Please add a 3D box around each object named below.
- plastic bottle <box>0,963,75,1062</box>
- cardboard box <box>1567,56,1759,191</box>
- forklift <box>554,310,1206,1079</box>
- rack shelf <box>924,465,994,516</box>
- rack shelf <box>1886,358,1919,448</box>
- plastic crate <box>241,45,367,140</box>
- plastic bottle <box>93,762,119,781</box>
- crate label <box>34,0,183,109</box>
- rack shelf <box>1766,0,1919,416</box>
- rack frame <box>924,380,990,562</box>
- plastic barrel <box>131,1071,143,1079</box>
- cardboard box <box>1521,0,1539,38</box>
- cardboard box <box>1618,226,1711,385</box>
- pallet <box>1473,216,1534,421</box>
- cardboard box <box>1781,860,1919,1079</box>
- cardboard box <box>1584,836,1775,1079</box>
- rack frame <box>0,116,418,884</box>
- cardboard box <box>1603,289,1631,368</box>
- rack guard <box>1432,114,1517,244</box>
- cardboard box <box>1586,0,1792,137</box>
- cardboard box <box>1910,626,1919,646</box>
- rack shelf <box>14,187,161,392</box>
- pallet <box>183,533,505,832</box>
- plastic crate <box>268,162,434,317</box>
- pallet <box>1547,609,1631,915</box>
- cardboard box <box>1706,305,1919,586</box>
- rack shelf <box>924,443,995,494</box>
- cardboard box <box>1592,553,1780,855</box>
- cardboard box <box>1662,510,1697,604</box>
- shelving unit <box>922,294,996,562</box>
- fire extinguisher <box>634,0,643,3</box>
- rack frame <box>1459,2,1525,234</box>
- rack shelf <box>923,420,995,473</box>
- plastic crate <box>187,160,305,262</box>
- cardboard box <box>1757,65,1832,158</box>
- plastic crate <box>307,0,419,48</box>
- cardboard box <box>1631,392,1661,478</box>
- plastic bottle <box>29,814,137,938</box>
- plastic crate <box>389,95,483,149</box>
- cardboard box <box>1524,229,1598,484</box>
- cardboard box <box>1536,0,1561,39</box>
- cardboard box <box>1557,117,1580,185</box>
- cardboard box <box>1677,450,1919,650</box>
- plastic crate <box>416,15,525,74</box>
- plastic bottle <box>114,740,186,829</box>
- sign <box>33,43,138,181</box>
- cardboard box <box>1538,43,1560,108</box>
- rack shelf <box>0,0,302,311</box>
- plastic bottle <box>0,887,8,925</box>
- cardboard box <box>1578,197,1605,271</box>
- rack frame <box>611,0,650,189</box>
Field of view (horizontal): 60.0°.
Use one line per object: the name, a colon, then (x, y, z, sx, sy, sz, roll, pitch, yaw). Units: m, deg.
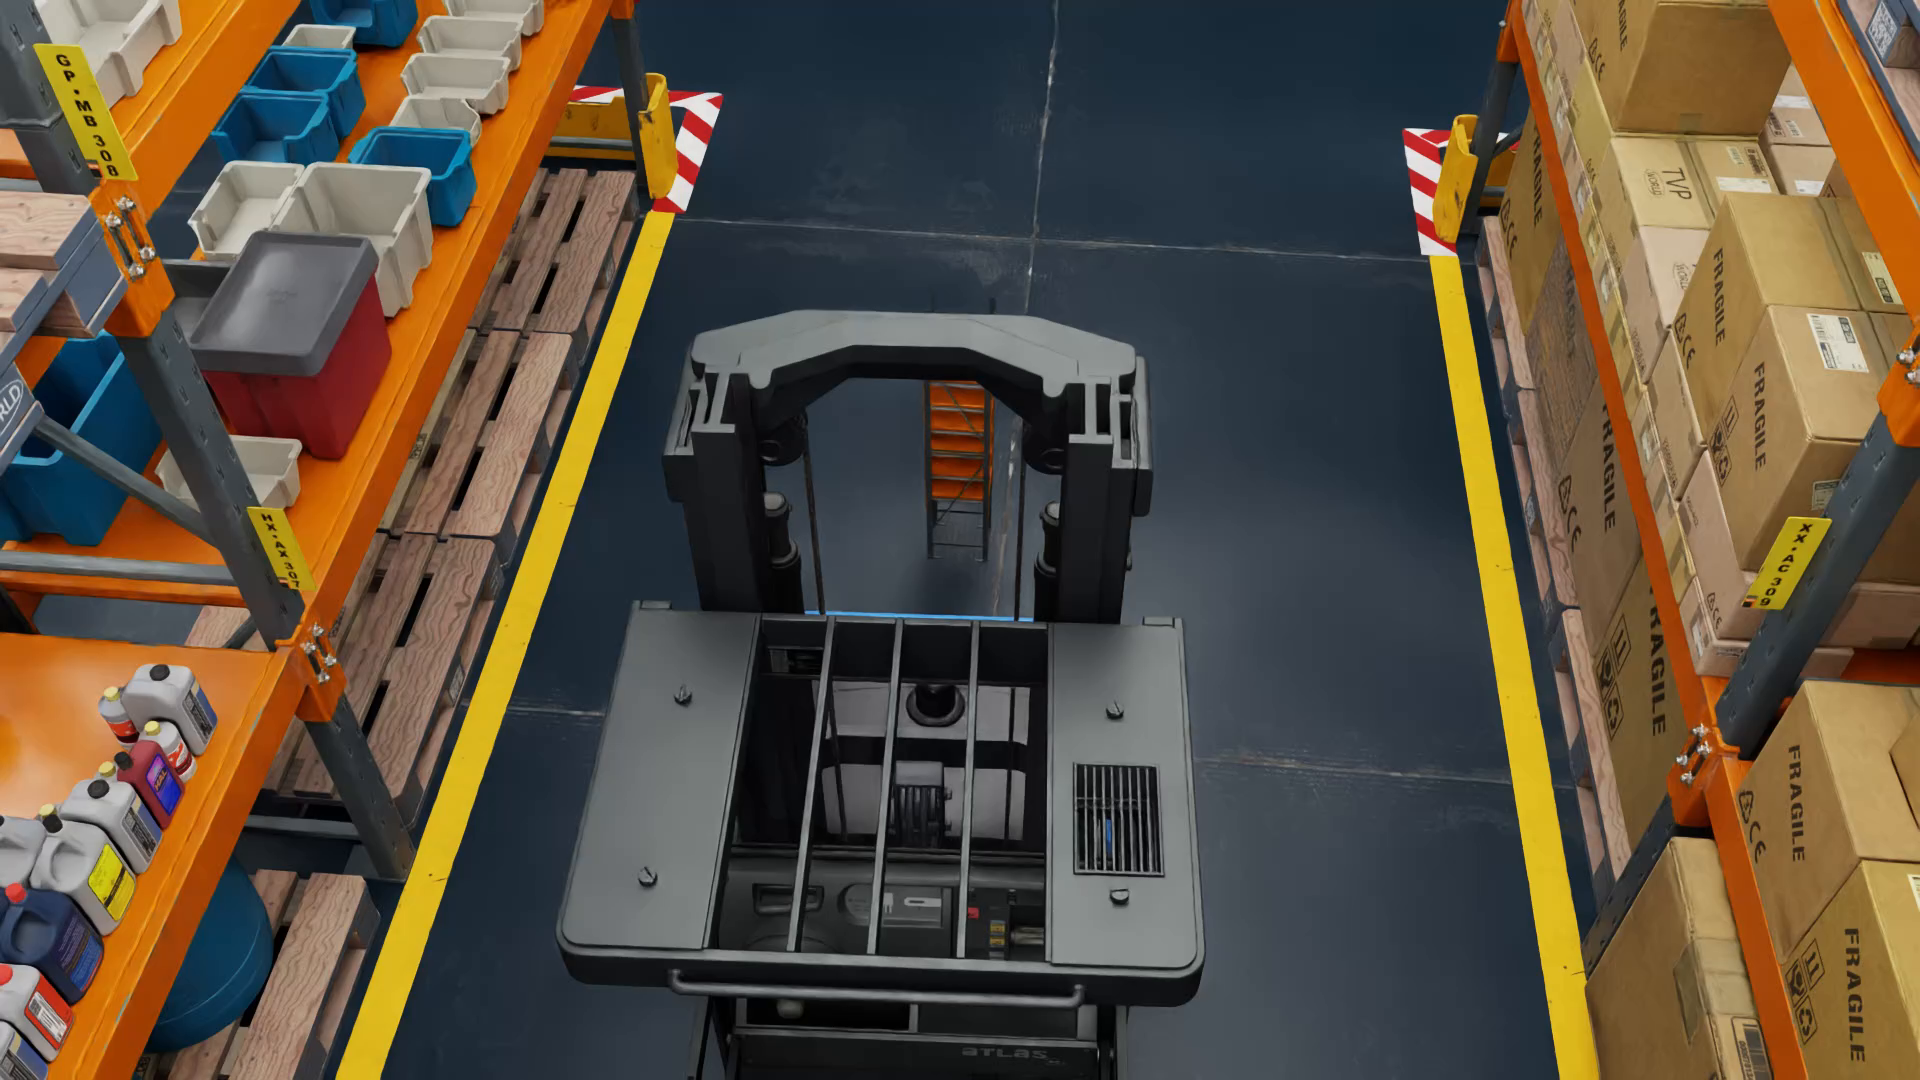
plastic bottle: (-2.176, 1.074, 3.819, 0.152, 0.276, 0.135, 4, 48, 4)
cardboard box: (2.511, -1.489, 5.979, 0.500, 0.250, 0.500, 2, 48, 2)
forklift: (-0.118, 1.052, 3.801, 1.130, 2.935, 3.031, 2, 48, 2)
rack shelf: (-0.001, -0.202, 6.507, 0.258, 0.103, 0.180, 4, 48, 4)
rack shelf: (2.367, 1.114, 2.153, 1.077, 0.370, 4.000, 4, 48, 4)
plastic crate: (-2.489, -1.695, 6.340, 0.416, 0.233, 0.300, 4, 48, 4)
plastic bottle: (-2.153, 0.641, 4.266, 0.097, 0.201, 0.097, 0, 48, 0)
crate label: (-2.050, -1.182, 3.944, 0.293, 0.136, 0.466, 4, 48, 4)
rack shelf: (2.732, -1.825, 4.841, 1.077, 0.370, 4.000, 4, 48, 4)
rack frame: (-0.010, -0.327, 6.236, 0.240, 1.200, 0.006, 4, 48, 4)
plastic barrel: (-2.514, 1.567, 4.422, 0.600, 0.901, 0.708, 4, 48, 4)
cardboard box: (2.553, -2.202, 6.901, 0.380, 0.149, 0.250, 4, 48, 4)
cardboard box: (2.419, -0.733, 5.288, 0.500, 0.250, 0.500, 5, 48, 4)
pallet: (2.919, -0.991, 7.513, 1.003, 0.211, 1.213, 4, 48, 4)
cardboard box: (2.214, 1.071, 3.670, 0.500, 0.500, 0.500, 4, 48, 4)
cardboard box: (2.511, 1.461, 4.536, 1.225, 0.875, 0.875, 4, 48, 4)
rack frame: (-2.383, 0.081, 4.643, 1.000, 3.000, 0.127, 4, 48, 4)
cardboard box: (2.368, -0.691, 5.520, 0.380, 0.149, 0.250, 3, 48, 3)
rack guard: (2.916, -1.699, 7.965, 1.175, 0.500, 0.348, 4, 48, 4)
cardboard box: (2.515, -1.745, 5.705, 0.500, 0.500, 0.500, 3, 48, 2)
cardboard box: (2.853, 0.037, 4.583, 0.500, 0.250, 0.500, 3, 48, 3)
rack shelf: (-2.565, 0.781, 2.457, 1.077, 0.370, 4.000, 4, 48, 4)
pallet: (-2.354, 0.479, 6.168, 1.003, 0.211, 1.213, 4, 48, 4)
plastic crate: (-2.060, -1.009, 5.679, 0.437, 0.282, 0.530, 4, 48, 4)
pallet: (2.697, 0.802, 5.873, 1.003, 0.211, 1.213, 4, 48, 4)
cardboard box: (2.325, -0.244, 4.333, 0.500, 0.500, 0.500, 5, 48, 5)
rack shelf: (-0.001, -0.283, 6.419, 0.258, 0.103, 0.180, 4, 48, 4)
cardboard box: (2.689, 0.510, 5.406, 0.875, 0.875, 0.875, 4, 48, 4)
cardboard box: (2.274, 0.063, 4.829, 0.380, 0.149, 0.250, 5, 48, 4)
shelving unit: (-0.001, -0.394, 6.298, 0.258, 1.200, 0.189, 4, 48, 4)
fire extinguisher: (-1.552, -2.786, 7.571, 0.296, 0.674, 0.183, 4, 48, 4)
rack frame: (2.914, -2.525, 7.027, 1.000, 3.000, 0.127, 4, 48, 4)
rack shelf: (-0.001, -0.364, 6.330, 0.258, 0.103, 0.180, 4, 48, 4)
plastic crate: (-2.523, -1.150, 5.907, 0.293, 0.136, 0.466, 4, 48, 4)
cardboard box: (3.041, -1.454, 5.947, 0.500, 0.250, 0.500, 2, 48, 2)
plastic crate: (-2.429, -2.179, 6.783, 0.416, 0.233, 0.300, 4, 48, 4)
cardboard box: (2.321, -0.314, 5.174, 0.380, 0.149, 0.250, 5, 48, 4)
plastic bottle: (-2.141, 0.795, 4.023, 0.144, 0.351, 0.185, 4, 48, 4)
plastic crate: (-1.963, -1.541, 6.265, 0.298, 0.136, 0.250, 4, 48, 4)
cardboard box: (2.852, -0.805, 6.609, 0.875, 0.875, 0.875, 4, 48, 4)
cardboard box: (2.601, -2.240, 6.666, 0.500, 0.250, 0.500, 3, 48, 2)
cardboard box: (2.461, -1.446, 6.210, 0.380, 0.149, 0.250, 3, 48, 3)
cardboard box: (2.328, 0.022, 4.597, 0.500, 0.250, 0.500, 3, 48, 3)
plastic crate: (-1.953, -1.966, 6.653, 0.396, 0.136, 0.243, 4, 48, 4)
plastic bottle: (-2.072, 0.605, 4.243, 0.061, 0.283, 0.133, 4, 48, 4)
sign: (-1.835, -0.896, 3.498, 0.100, 0.325, 0.005, 4, 48, 4)
cardboard box: (2.508, -1.825, 6.556, 0.380, 0.149, 0.250, 3, 48, 3)
rack shelf: (-2.201, -2.158, 5.146, 1.077, 0.370, 4.000, 4, 48, 4)
plastic bottle: (-2.301, 0.921, 3.908, 0.144, 0.351, 0.185, 4, 48, 4)
cardboard box: (2.414, -1.071, 5.867, 0.380, 0.149, 0.250, 3, 48, 3)
rack frame: (-2.018, -2.858, 7.331, 1.000, 3.000, 0.127, 4, 48, 4)
